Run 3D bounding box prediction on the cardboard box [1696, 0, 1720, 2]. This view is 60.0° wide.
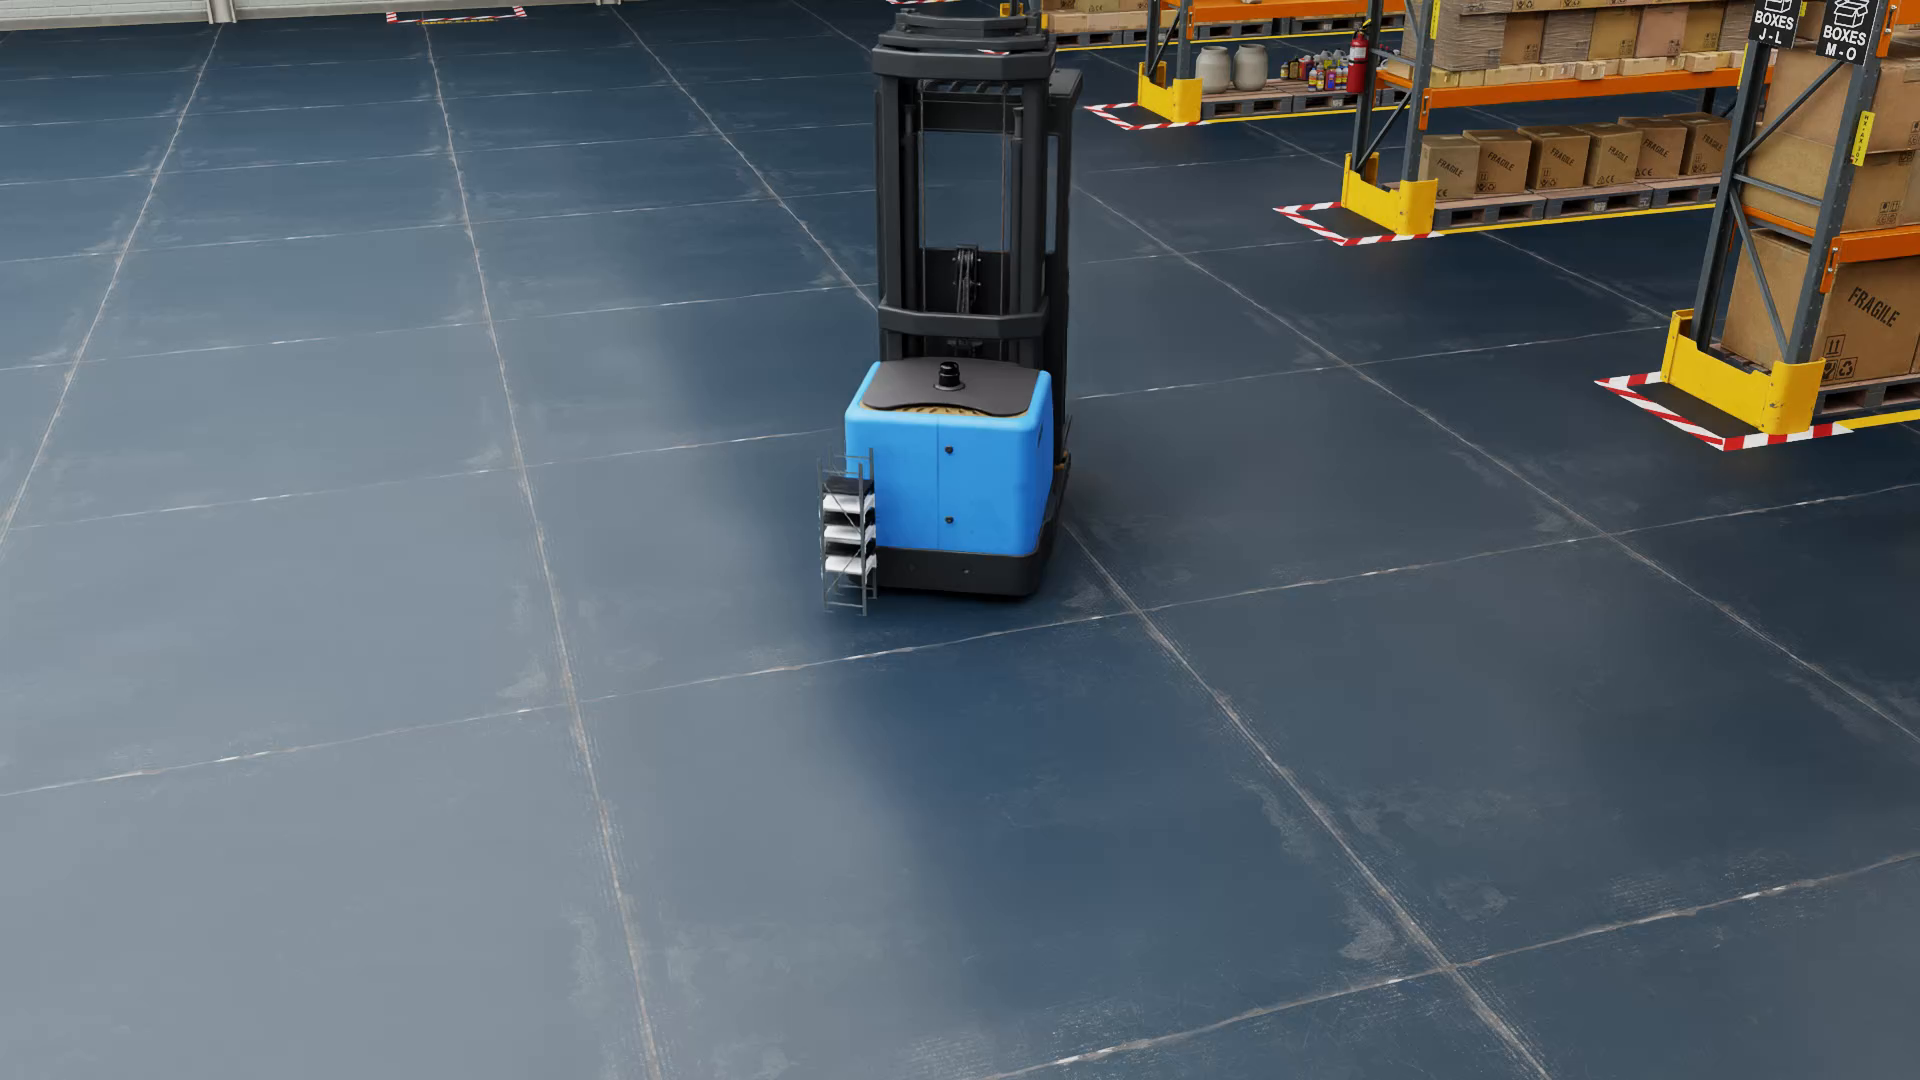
[{"bbox_3d":[6.995,-5.352,15.585,0.500,0.500,0.500,-8,28,-16],"label":"cardboard box"}]

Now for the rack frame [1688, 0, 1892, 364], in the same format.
[{"bbox_3d":[5.449,-2.312,11.033,0.127,3.000,1.000,-8,28,-16],"label":"rack frame"}]

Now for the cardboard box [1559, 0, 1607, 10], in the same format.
[{"bbox_3d":[5.569,-5.144,15.167,0.500,0.500,0.500,-8,28,-16],"label":"cardboard box"}]

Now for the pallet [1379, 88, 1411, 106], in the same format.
[{"bbox_3d":[5.627,-5.744,21.082,1.213,0.211,1.003,-8,28,-16],"label":"pallet"}]

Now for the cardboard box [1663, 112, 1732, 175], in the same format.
[{"bbox_3d":[7.420,-4.004,16.780,0.500,0.500,0.500,-9,28,-18],"label":"cardboard box"}]

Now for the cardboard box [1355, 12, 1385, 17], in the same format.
[{"bbox_3d":[6.186,-8.212,25.538,0.500,0.250,0.500,-9,28,-18],"label":"cardboard box"}]

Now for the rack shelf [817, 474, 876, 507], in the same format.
[{"bbox_3d":[-0.594,-0.258,8.726,0.258,0.077,0.200,6,27,11],"label":"rack shelf"}]

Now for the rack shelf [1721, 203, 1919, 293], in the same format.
[{"bbox_3d":[7.350,-2.265,11.747,4.000,0.370,1.077,-8,28,-16],"label":"rack shelf"}]

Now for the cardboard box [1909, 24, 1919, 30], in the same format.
[{"bbox_3d":[9.432,-5.485,16.838,0.637,0.503,0.797,-5,27,-11],"label":"cardboard box"}]

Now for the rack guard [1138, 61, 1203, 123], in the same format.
[{"bbox_3d":[2.533,-5.427,20.120,0.348,0.500,1.175,-8,28,-16],"label":"rack guard"}]

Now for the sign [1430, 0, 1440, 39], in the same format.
[{"bbox_3d":[4.177,-4.581,14.630,0.005,0.325,0.100,-8,28,-16],"label":"sign"}]

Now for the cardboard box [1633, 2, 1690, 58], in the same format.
[{"bbox_3d":[6.435,-4.950,15.901,0.500,0.500,0.875,-8,28,-16],"label":"cardboard box"}]

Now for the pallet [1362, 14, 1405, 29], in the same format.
[{"bbox_3d":[6.599,-8.201,26.032,1.213,0.211,1.003,-8,28,-16],"label":"pallet"}]

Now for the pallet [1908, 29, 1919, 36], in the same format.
[{"bbox_3d":[9.746,-5.148,16.963,1.213,0.211,1.003,-8,28,-16],"label":"pallet"}]

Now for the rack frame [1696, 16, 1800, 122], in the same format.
[{"bbox_3d":[7.812,-4.973,16.395,0.127,3.000,1.000,-8,28,-16],"label":"rack frame"}]

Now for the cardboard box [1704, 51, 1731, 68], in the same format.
[{"bbox_3d":[7.202,-4.668,16.061,0.250,0.149,0.380,-8,28,-16],"label":"cardboard box"}]

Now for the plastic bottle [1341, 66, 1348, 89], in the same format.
[{"bbox_3d":[4.717,-5.671,20.372,0.097,0.271,0.097,0,26,0],"label":"plastic bottle"}]

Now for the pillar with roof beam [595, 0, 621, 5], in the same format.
[{"bbox_3d":[-4.567,-11.208,22.207,0.400,9.000,9.100,-8,28,-16],"label":"pillar with roof beam"}]

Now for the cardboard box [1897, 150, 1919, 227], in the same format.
[{"bbox_3d":[6.304,-2.534,11.312,0.550,0.550,0.875,-8,28,-16],"label":"cardboard box"}]

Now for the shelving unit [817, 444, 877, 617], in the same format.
[{"bbox_3d":[-0.594,-0.046,8.831,0.258,0.900,0.210,6,27,11],"label":"shelving unit"}]

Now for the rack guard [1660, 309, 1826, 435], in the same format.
[{"bbox_3d":[5.426,-1.189,11.582,0.348,0.500,1.175,-8,28,-16],"label":"rack guard"}]

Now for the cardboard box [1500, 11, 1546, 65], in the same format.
[{"bbox_3d":[4.979,-4.784,15.567,0.500,0.500,0.875,-8,28,-16],"label":"cardboard box"}]

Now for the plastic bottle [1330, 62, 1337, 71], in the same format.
[{"bbox_3d":[4.701,-5.920,20.954,0.097,0.201,0.097,0,26,0],"label":"plastic bottle"}]

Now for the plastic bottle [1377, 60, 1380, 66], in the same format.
[{"bbox_3d":[5.210,-5.806,20.632,0.133,0.283,0.061,-8,28,-16],"label":"plastic bottle"}]

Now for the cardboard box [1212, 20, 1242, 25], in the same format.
[{"bbox_3d":[3.896,-7.898,24.905,0.500,0.250,0.500,-8,28,-16],"label":"cardboard box"}]

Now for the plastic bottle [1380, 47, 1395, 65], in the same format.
[{"bbox_3d":[5.427,-6.081,21.111,0.185,0.351,0.144,-8,28,-16],"label":"plastic bottle"}]

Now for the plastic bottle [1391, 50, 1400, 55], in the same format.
[{"bbox_3d":[5.541,-6.130,21.293,0.135,0.276,0.152,-7,27,-14],"label":"plastic bottle"}]

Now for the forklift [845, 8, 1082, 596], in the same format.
[{"bbox_3d":[0.107,-1.640,9.757,1.130,2.935,3.031,4,27,8],"label":"forklift"}]

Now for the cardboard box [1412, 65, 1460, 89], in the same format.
[{"bbox_3d":[4.354,-4.248,15.217,0.250,0.149,0.380,-8,28,-16],"label":"cardboard box"}]

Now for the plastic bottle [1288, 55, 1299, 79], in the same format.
[{"bbox_3d":[4.191,-5.959,20.940,0.133,0.283,0.061,-8,27,-15],"label":"plastic bottle"}]

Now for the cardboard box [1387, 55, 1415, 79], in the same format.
[{"bbox_3d":[4.216,-4.437,15.596,0.250,0.149,0.380,-8,28,-16],"label":"cardboard box"}]

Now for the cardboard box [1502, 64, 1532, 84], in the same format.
[{"bbox_3d":[5.071,-4.346,15.414,0.250,0.149,0.380,-8,28,-16],"label":"cardboard box"}]

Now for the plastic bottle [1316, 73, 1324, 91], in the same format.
[{"bbox_3d":[4.394,-5.593,20.294,0.097,0.201,0.097,0,26,0],"label":"plastic bottle"}]

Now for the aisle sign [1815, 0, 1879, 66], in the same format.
[{"bbox_3d":[5.474,-3.339,10.180,0.004,0.787,0.394,-8,28,-16],"label":"aisle sign"}]

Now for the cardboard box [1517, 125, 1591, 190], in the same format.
[{"bbox_3d":[5.767,-3.745,16.259,0.500,0.500,0.500,-6,27,-11],"label":"cardboard box"}]

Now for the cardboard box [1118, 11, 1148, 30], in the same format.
[{"bbox_3d":[2.473,-7.687,24.480,0.500,0.250,0.500,-8,28,-16],"label":"cardboard box"}]

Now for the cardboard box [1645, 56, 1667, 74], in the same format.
[{"bbox_3d":[6.495,-4.556,15.836,0.250,0.149,0.380,-8,28,-16],"label":"cardboard box"}]

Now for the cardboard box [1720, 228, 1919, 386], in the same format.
[{"bbox_3d":[6.073,-1.669,11.656,0.875,0.875,0.875,-8,28,-16],"label":"cardboard box"}]

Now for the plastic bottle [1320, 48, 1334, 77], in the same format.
[{"bbox_3d":[4.622,-6.032,21.012,0.185,0.351,0.144,-7,27,-14],"label":"plastic bottle"}]

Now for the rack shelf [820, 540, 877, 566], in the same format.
[{"bbox_3d":[-0.594,0.064,8.886,0.258,0.077,0.200,6,27,11],"label":"rack shelf"}]

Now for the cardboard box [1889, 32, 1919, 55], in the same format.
[{"bbox_3d":[6.308,-3.012,11.060,0.550,0.550,0.875,-8,28,-16],"label":"cardboard box"}]

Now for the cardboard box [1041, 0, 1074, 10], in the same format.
[{"bbox_3d":[1.362,-8.104,24.476,0.500,0.500,0.500,-8,28,-16],"label":"cardboard box"}]

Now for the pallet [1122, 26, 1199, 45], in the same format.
[{"bbox_3d":[2.817,-7.652,24.926,1.213,0.211,1.003,-8,28,-16],"label":"pallet"}]

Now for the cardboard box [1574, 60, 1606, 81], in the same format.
[{"bbox_3d":[5.810,-4.414,15.550,0.250,0.149,0.380,-8,28,-16],"label":"cardboard box"}]

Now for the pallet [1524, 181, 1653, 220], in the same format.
[{"bbox_3d":[6.023,-3.447,16.457,1.213,0.211,1.003,-8,28,-16],"label":"pallet"}]
